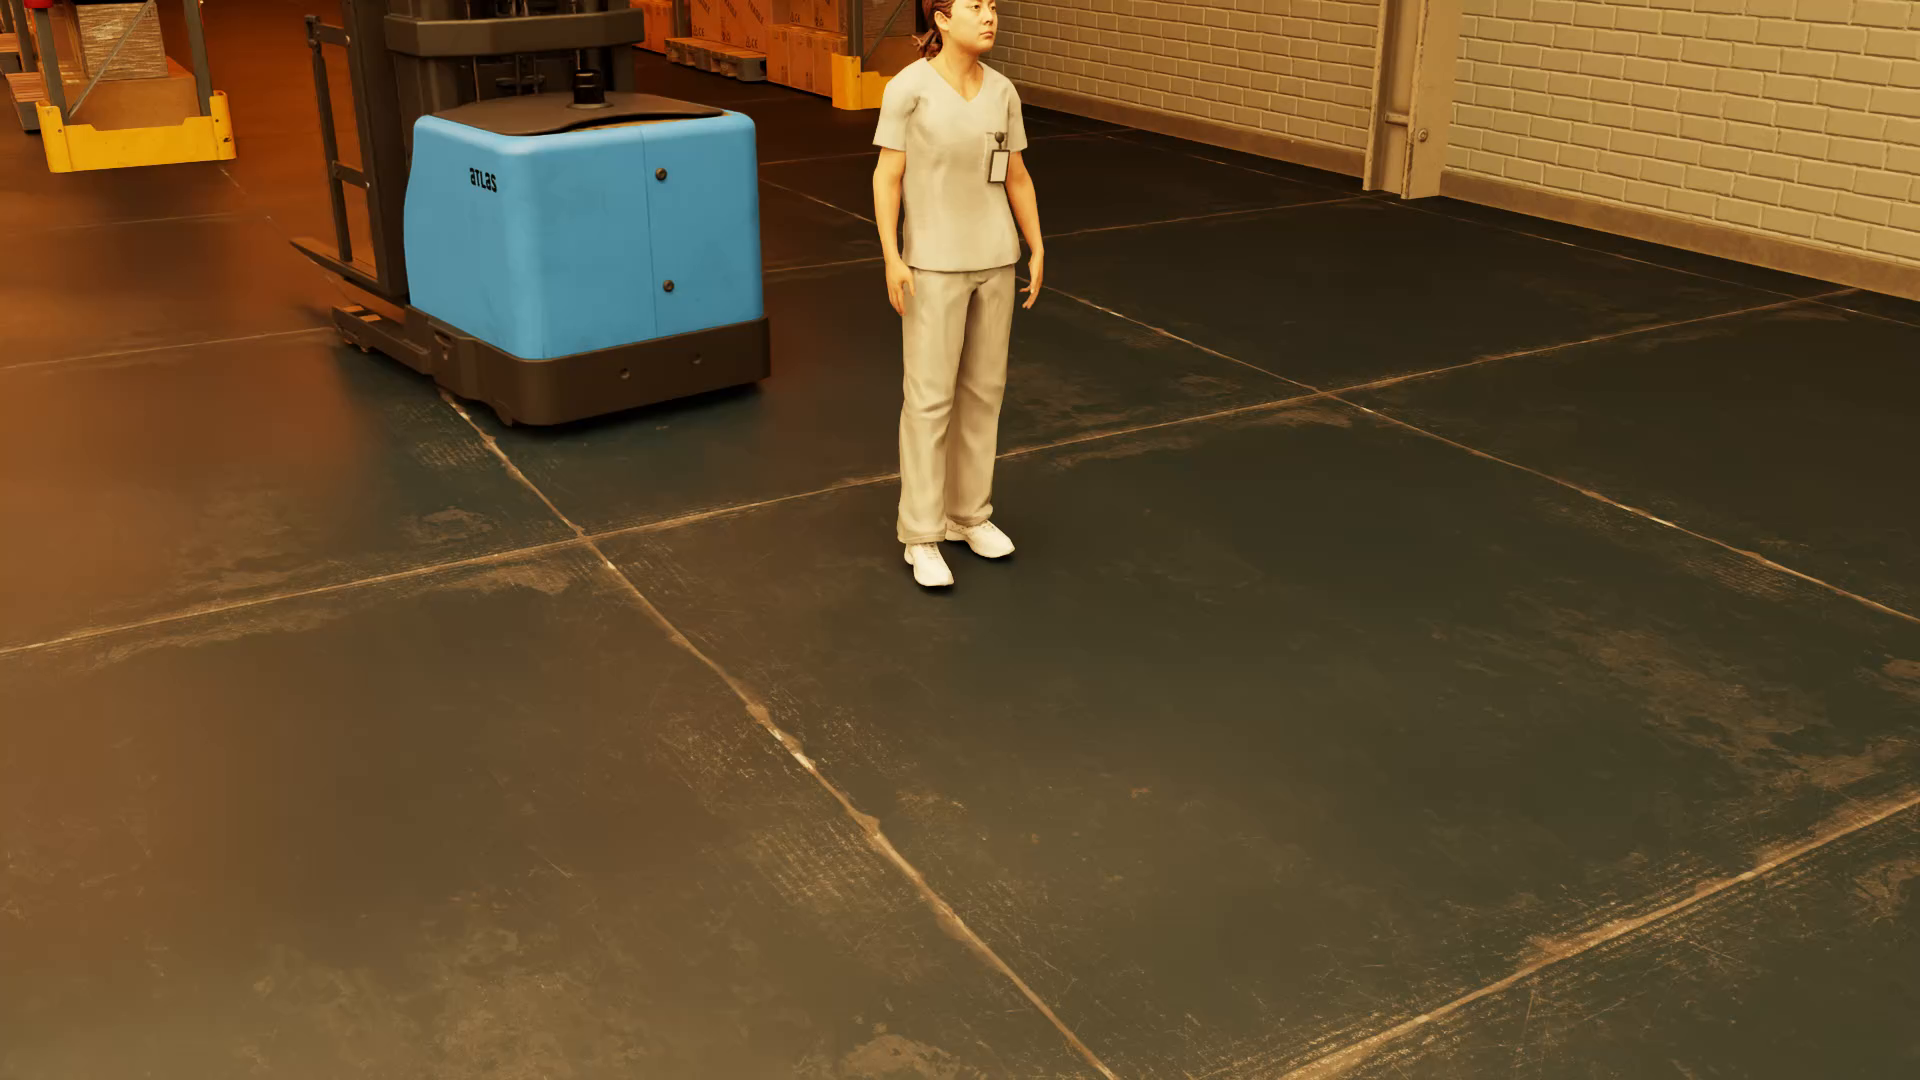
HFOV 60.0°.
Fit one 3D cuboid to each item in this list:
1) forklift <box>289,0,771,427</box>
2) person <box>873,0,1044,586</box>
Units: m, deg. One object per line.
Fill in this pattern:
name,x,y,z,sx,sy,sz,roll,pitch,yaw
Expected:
forklift,-2.061,-2.252,6.761,1.130,2.935,3.031,-17,28,-36
person,0.025,-0.755,4.749,0.550,1.675,0.549,-12,25,-28
